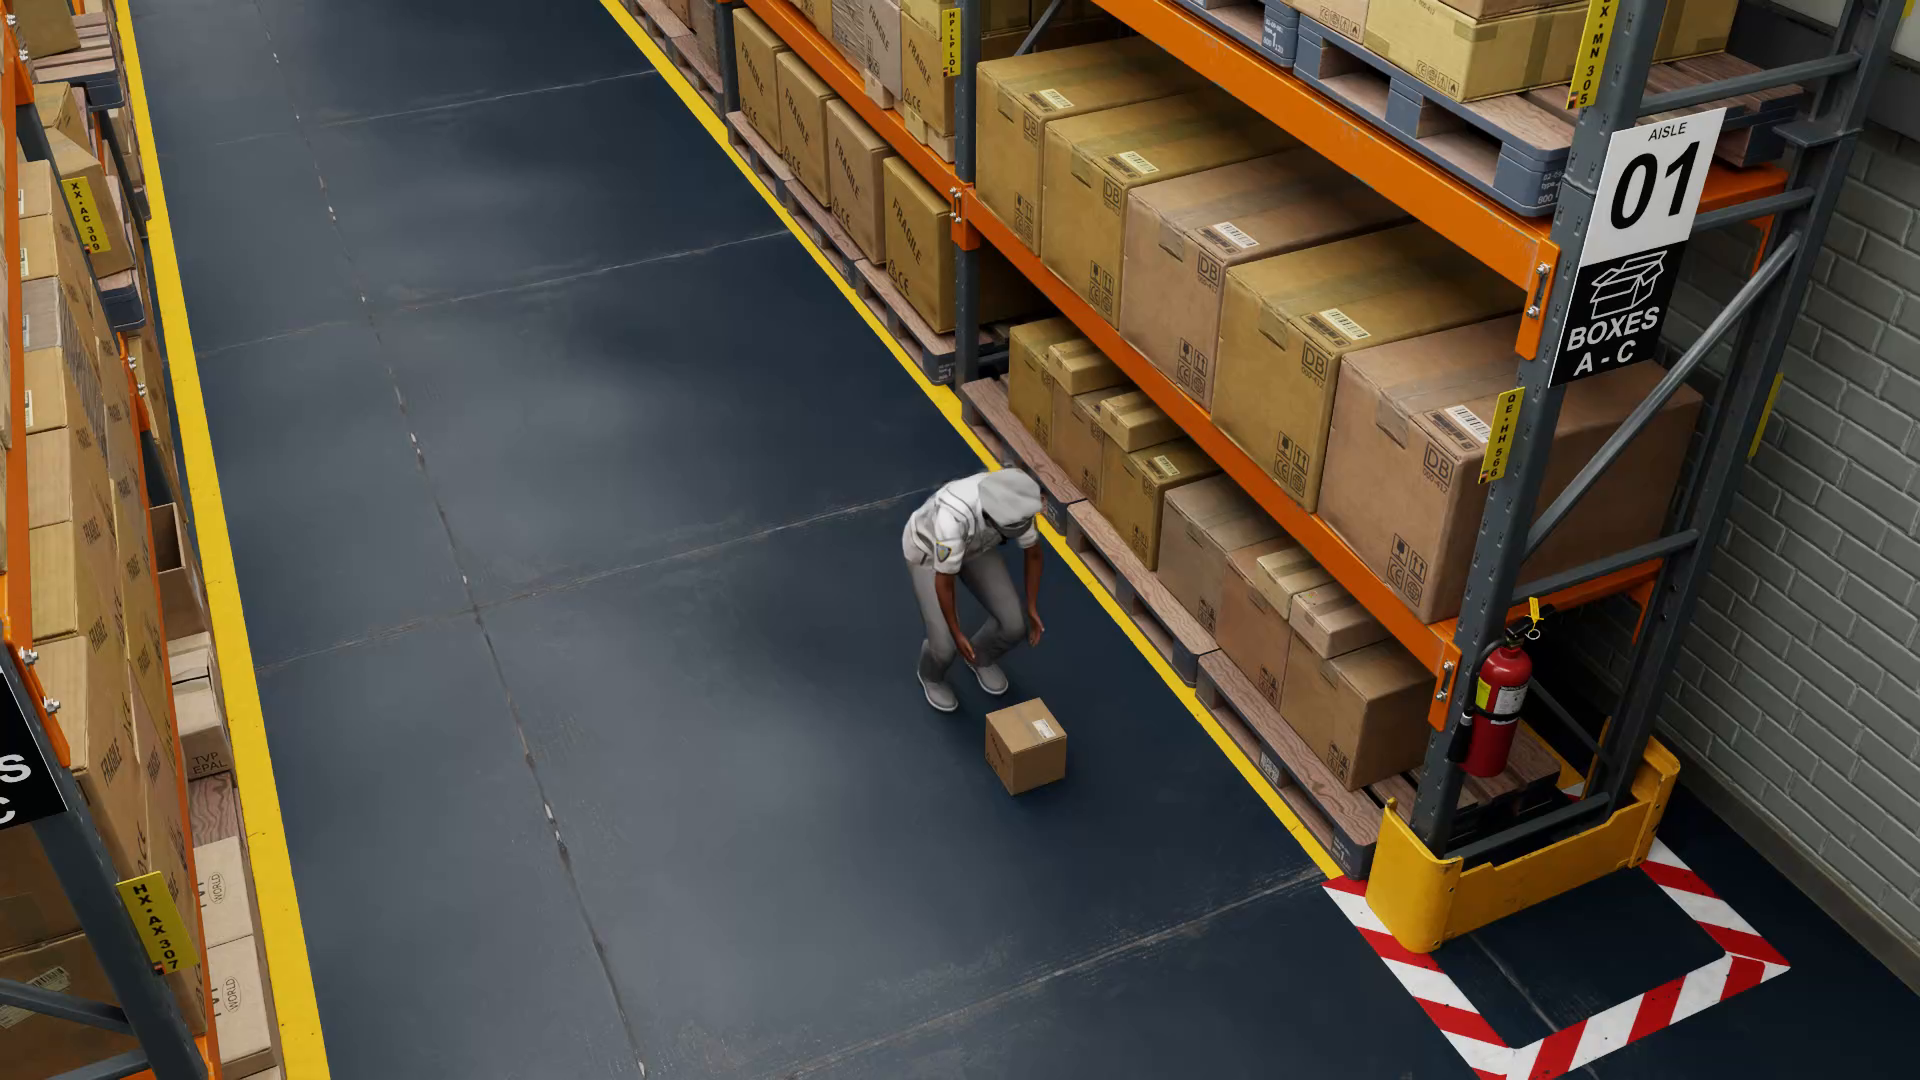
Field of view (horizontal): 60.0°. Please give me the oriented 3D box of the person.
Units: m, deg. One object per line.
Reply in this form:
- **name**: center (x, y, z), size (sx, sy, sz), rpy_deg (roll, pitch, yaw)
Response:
- **person**: center (0.084, 0.242, 6.978), size (0.498, 1.135, 0.821), rpy_deg (-16, 40, -20)
